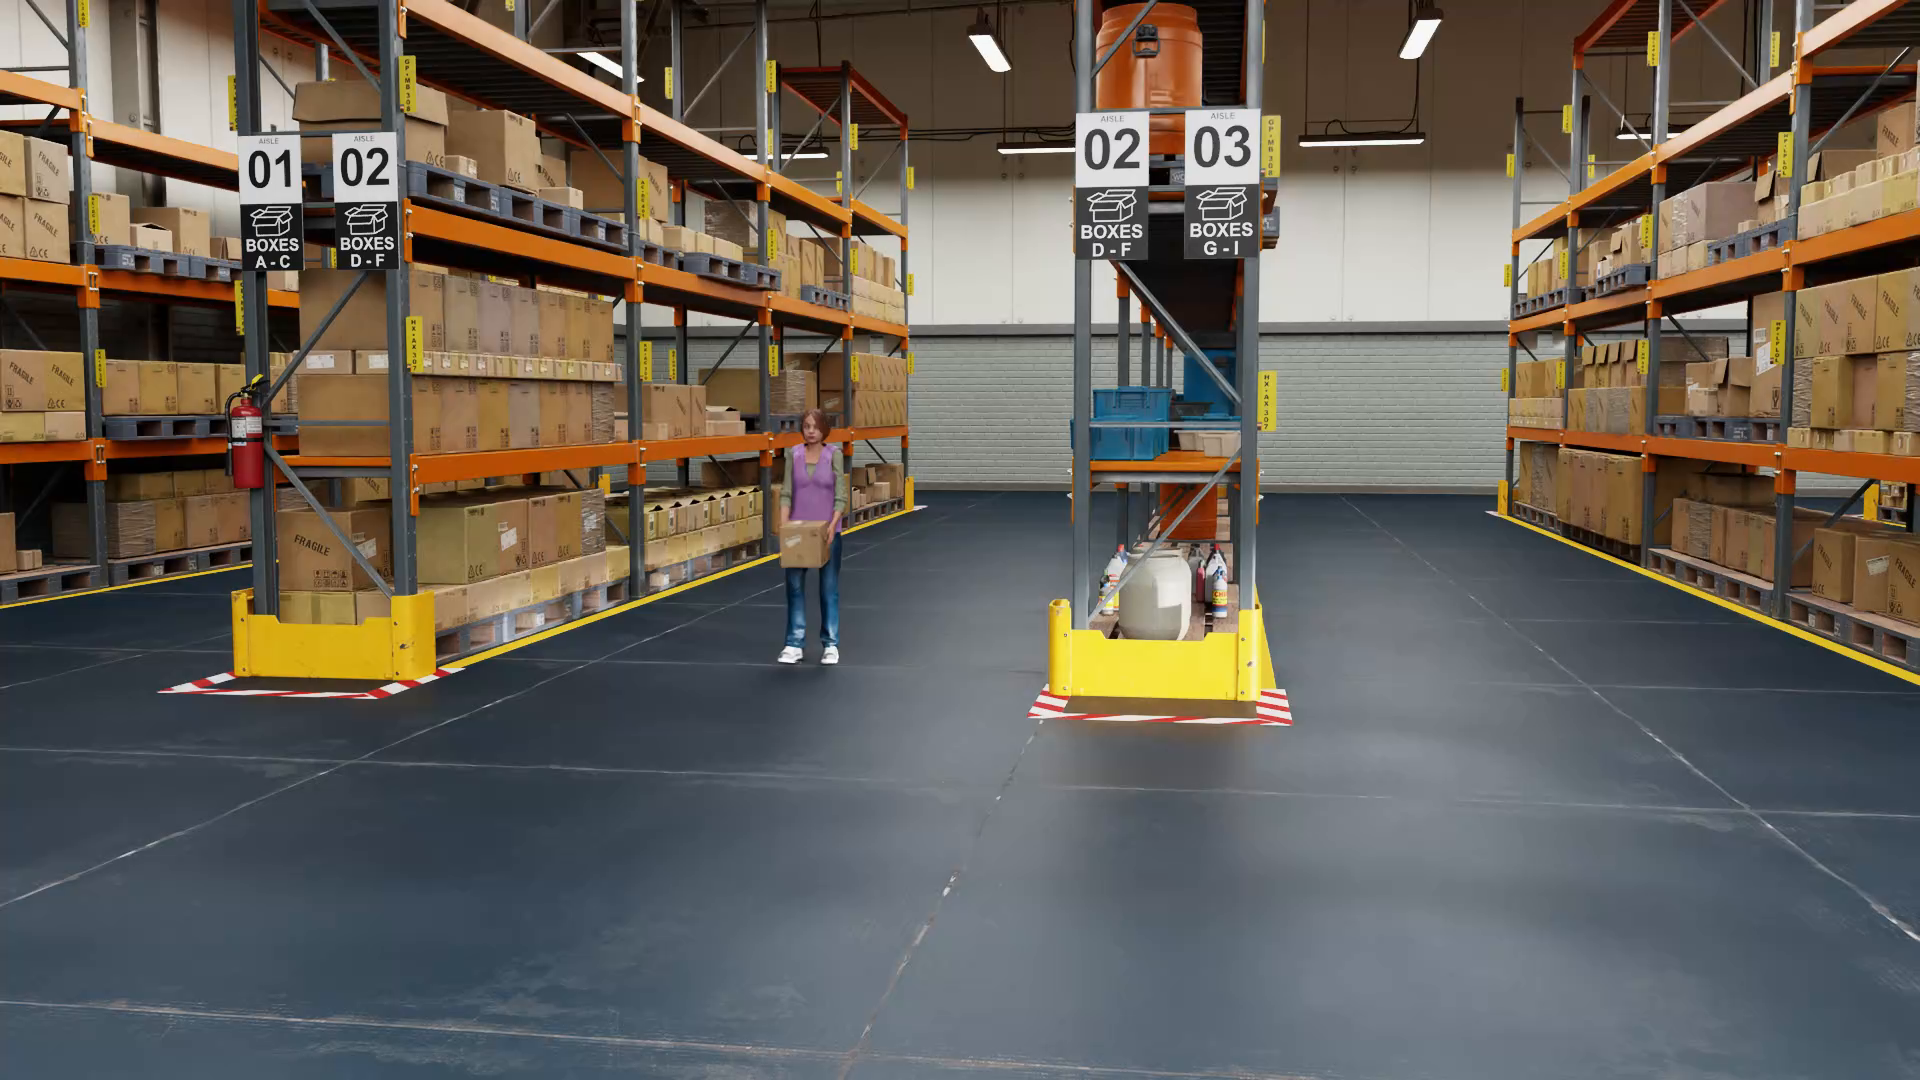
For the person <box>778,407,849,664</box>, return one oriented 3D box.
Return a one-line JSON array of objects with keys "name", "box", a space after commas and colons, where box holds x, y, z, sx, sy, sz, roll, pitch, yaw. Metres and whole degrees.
[{"name": "person", "box": [-0.921, -0.028, 10.415, 0.444, 1.603, 0.397, 1, 5, 8]}]
